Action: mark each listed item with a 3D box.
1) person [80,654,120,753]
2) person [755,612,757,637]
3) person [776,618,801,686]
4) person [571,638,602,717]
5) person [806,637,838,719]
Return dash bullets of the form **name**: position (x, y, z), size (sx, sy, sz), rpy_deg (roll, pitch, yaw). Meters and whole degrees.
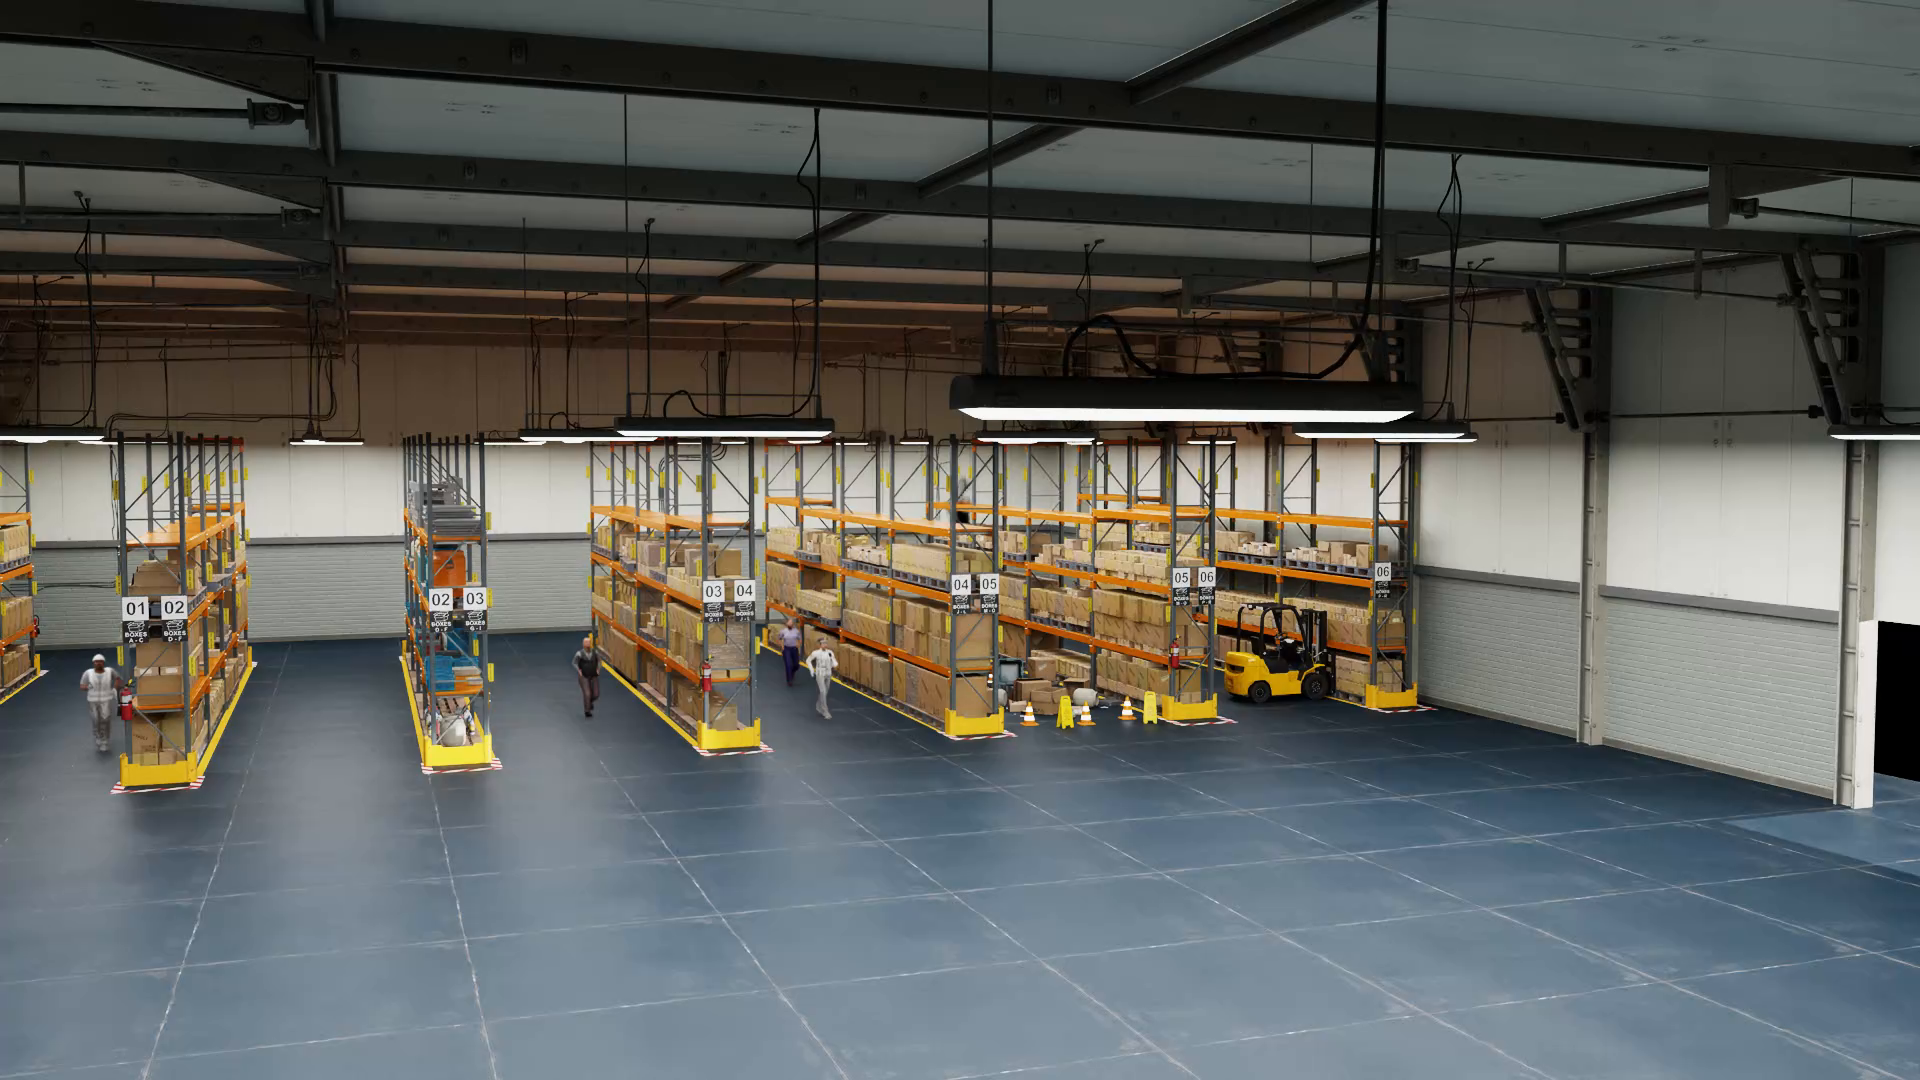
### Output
- **person**: position (-16.293, 3.075, 31.506), size (0.670, 1.825, 0.750), rpy_deg (-1, 3, -23)
- **person**: position (-5.660, 2.437, 44.769), size (0.516, 1.635, 0.677), rpy_deg (-1, 3, -21)
- **person**: position (-4.133, 2.694, 40.236), size (0.597, 1.598, 0.664), rpy_deg (-1, 3, -18)
- **person**: position (-7.946, 2.920, 35.455), size (0.659, 1.673, 0.614), rpy_deg (-2, 4, -27)
- **person**: position (-2.901, 2.889, 35.317), size (0.612, 1.687, 0.922), rpy_deg (-2, 4, -30)
